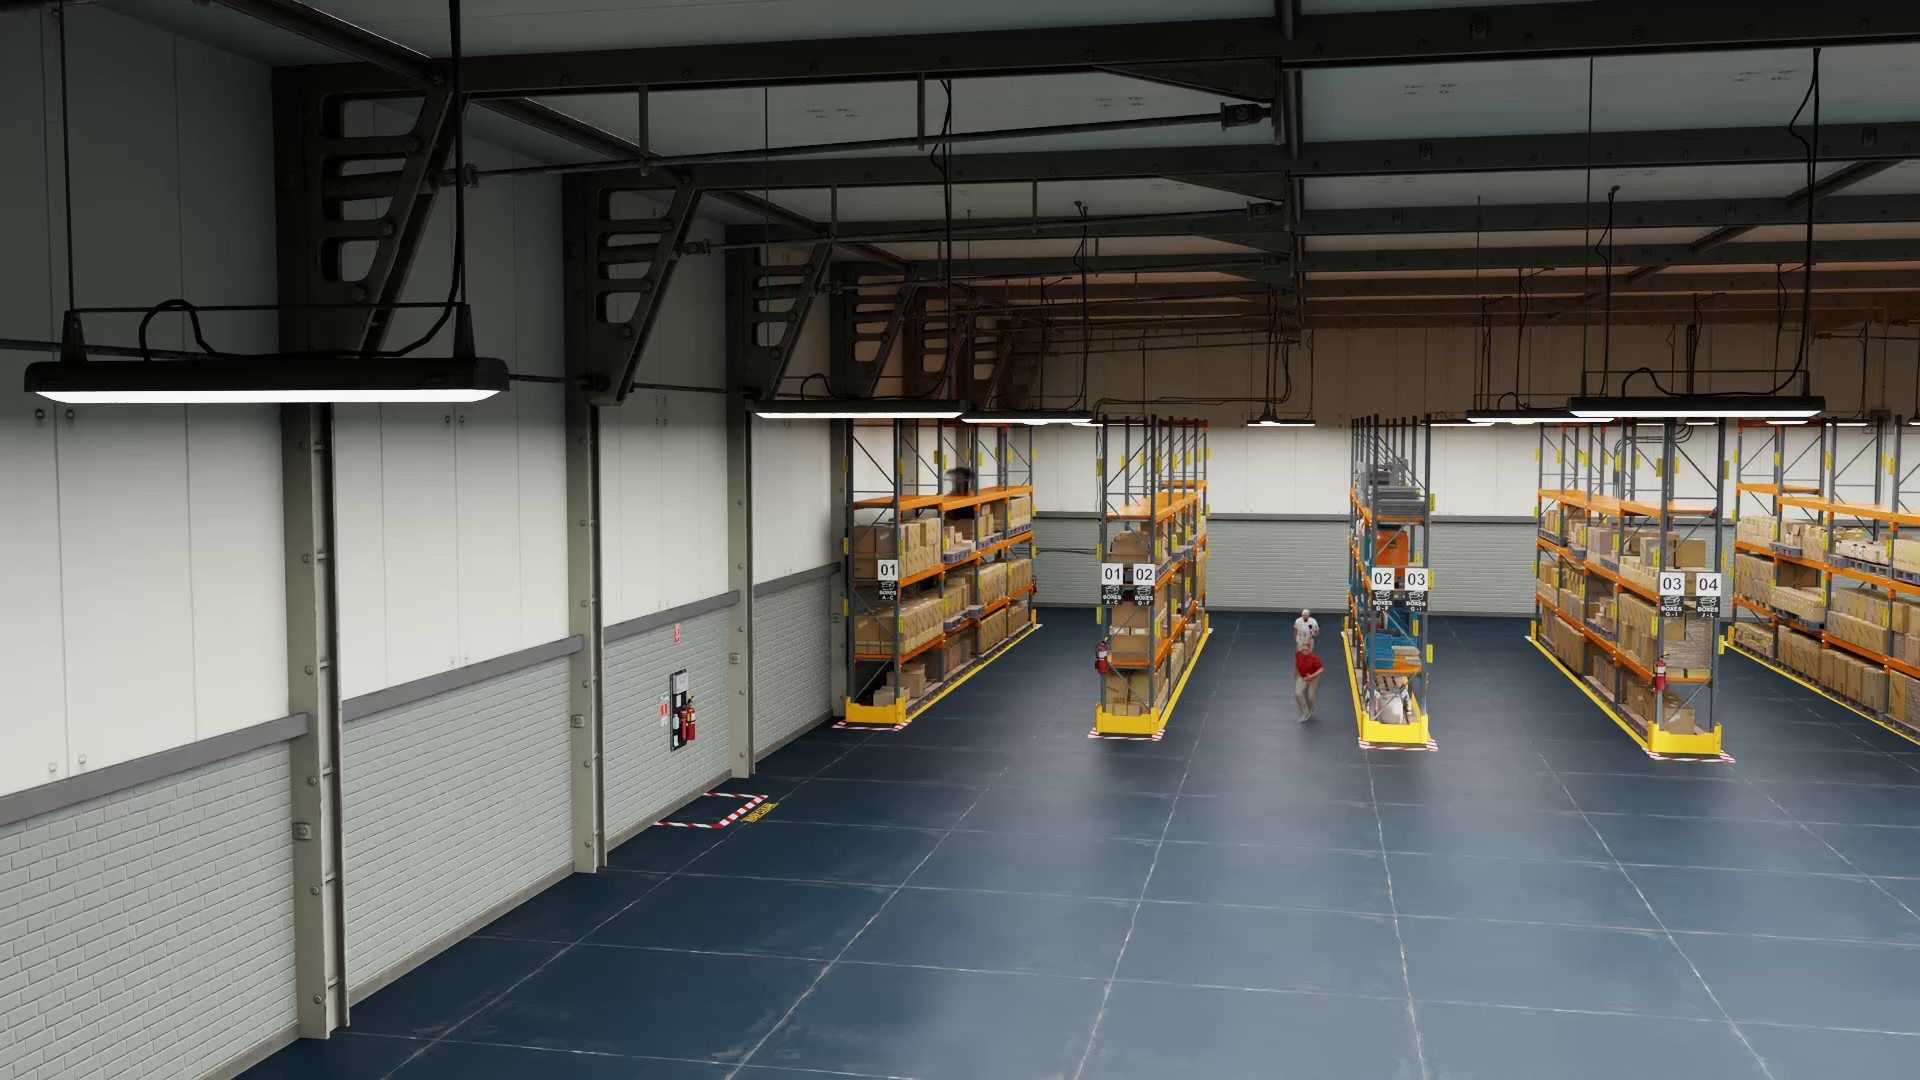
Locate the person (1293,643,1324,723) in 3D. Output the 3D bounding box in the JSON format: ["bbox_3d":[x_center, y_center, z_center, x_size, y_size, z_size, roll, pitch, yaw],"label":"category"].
[{"bbox_3d":[6.863,2.754,32.684,0.674,1.568,1.091,2,4,26],"label":"person"}]

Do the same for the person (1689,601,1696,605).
[{"bbox_3d":[19.805,1.886,45.055,0.545,1.646,0.644,2,4,32],"label":"person"}]

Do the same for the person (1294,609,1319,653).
[{"bbox_3d":[7.978,2.380,38.323,0.572,1.598,0.667,1,4,10],"label":"person"}]
